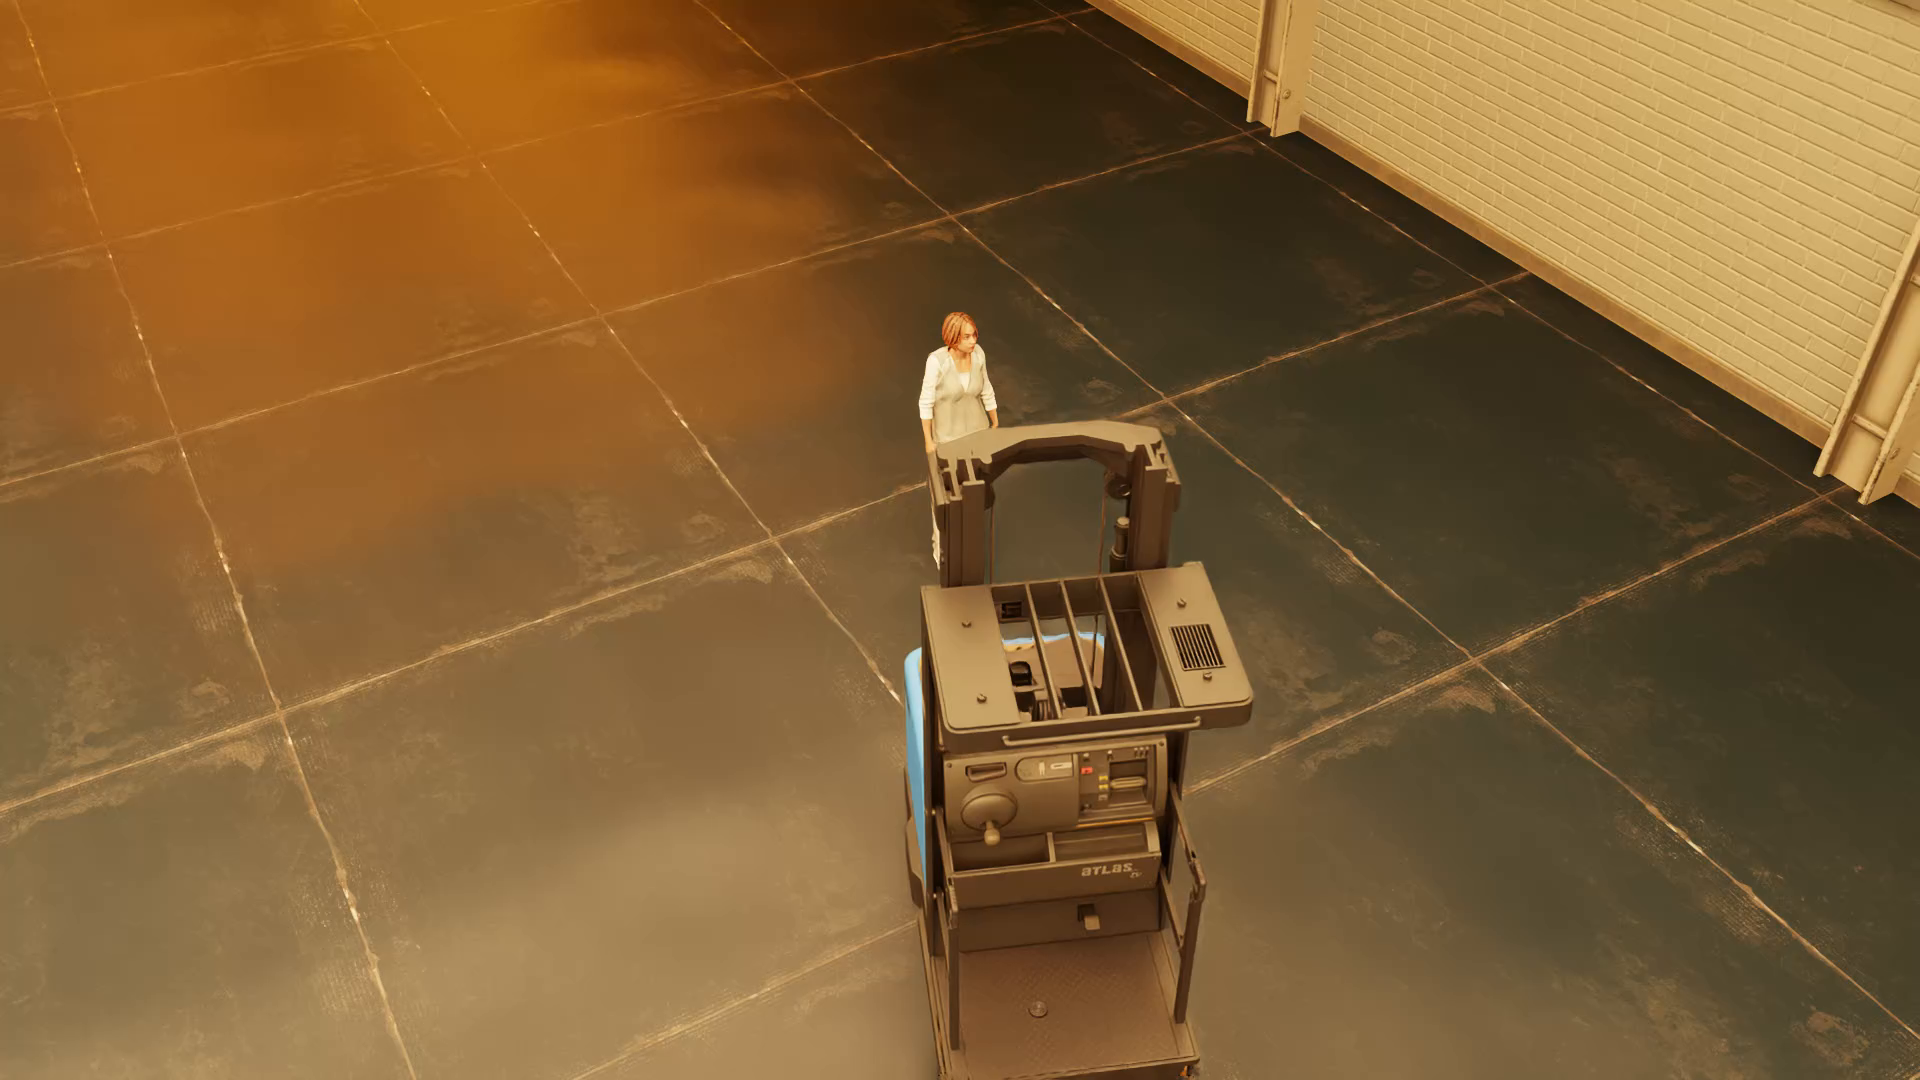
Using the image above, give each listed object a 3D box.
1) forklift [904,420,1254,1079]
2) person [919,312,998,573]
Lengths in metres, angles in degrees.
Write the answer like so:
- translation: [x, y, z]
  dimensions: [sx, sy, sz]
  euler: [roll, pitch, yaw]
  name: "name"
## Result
- translation: [0.428, 1.109, 6.699]
  dimensions: [1.130, 2.935, 3.031]
  euler: [-5, 40, -6]
  name: "forklift"
- translation: [0.026, -0.574, 9.763]
  dimensions: [0.521, 1.599, 0.473]
  euler: [-20, 44, -23]
  name: "person"
